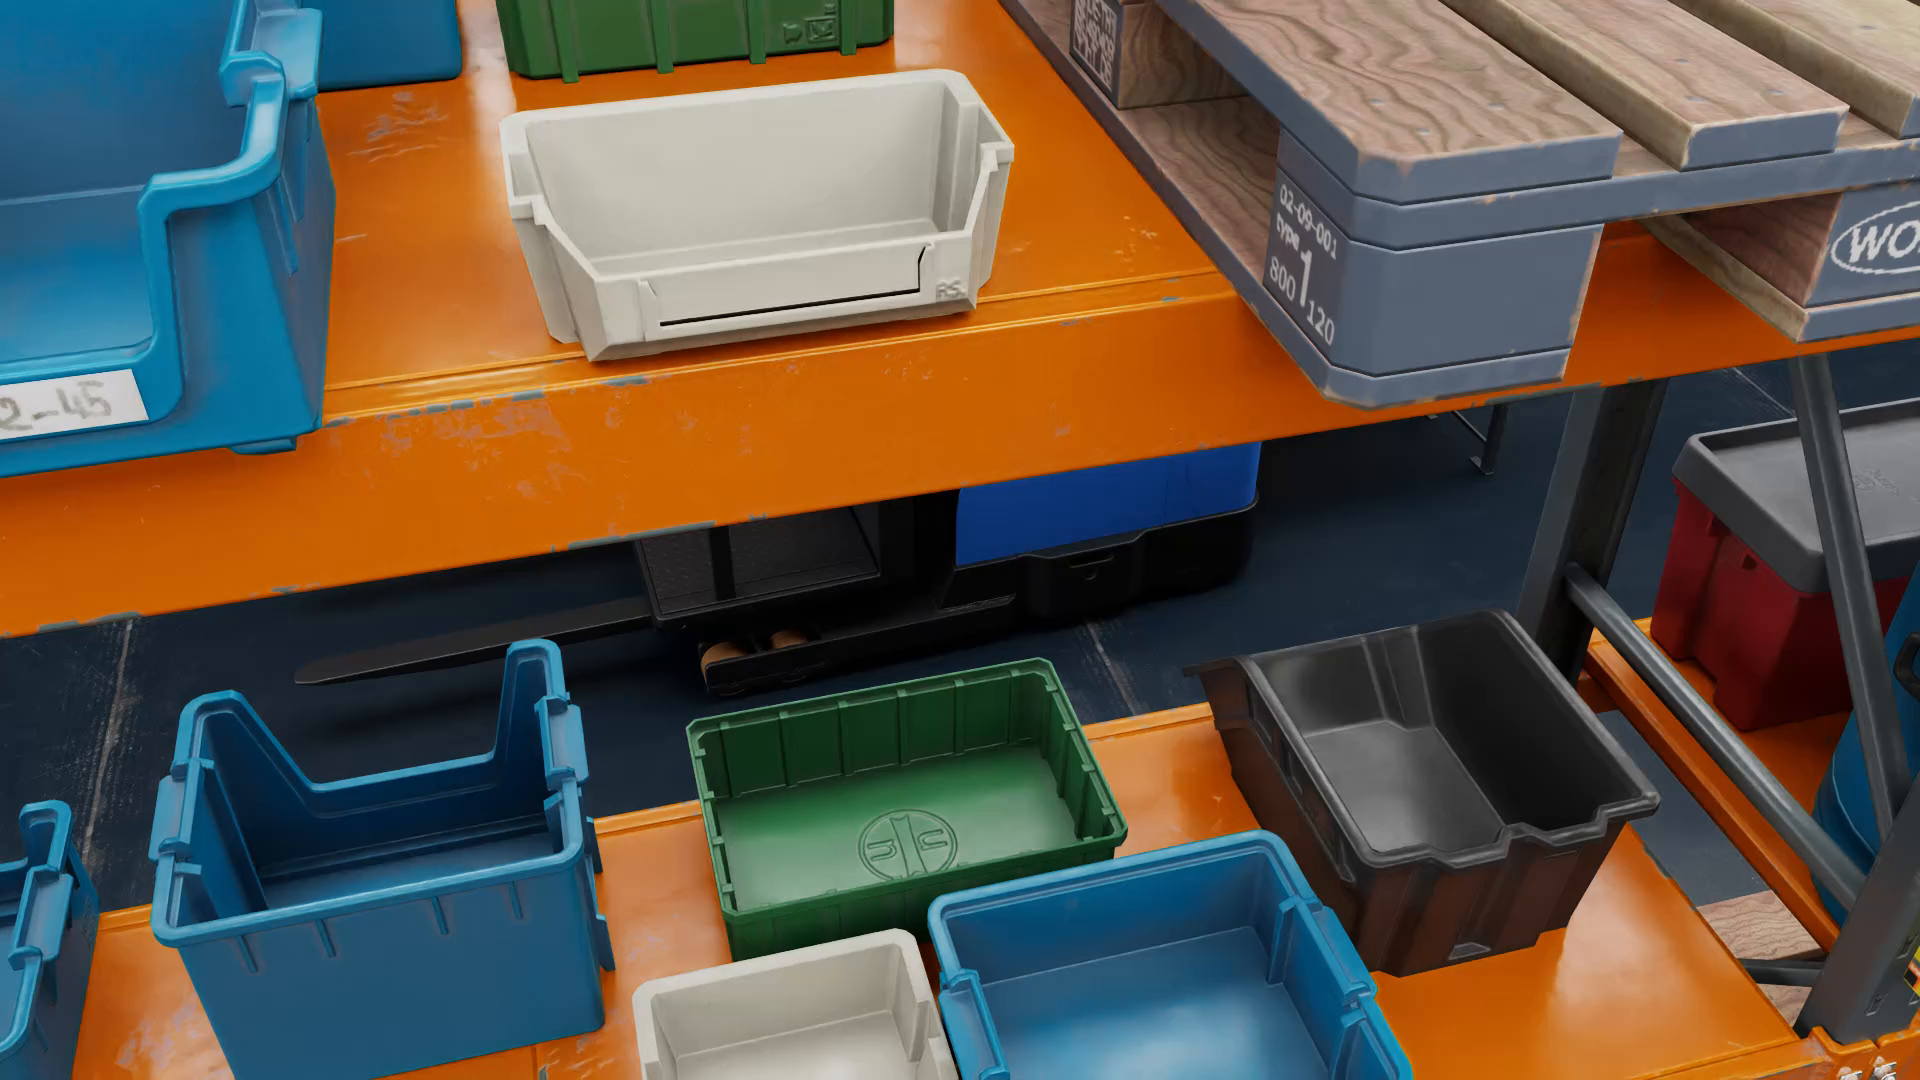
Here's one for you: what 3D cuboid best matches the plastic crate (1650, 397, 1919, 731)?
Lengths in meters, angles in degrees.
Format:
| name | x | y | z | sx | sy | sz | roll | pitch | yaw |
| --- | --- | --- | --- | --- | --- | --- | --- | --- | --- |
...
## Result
| name | x | y | z | sx | sy | sz | roll | pitch | yaw |
| --- | --- | --- | --- | --- | --- | --- | --- | --- | --- |
| plastic crate | 1.671 | 0.054 | 3.158 | 0.583 | 0.464 | 0.402 | -9 | 38 | -12 |

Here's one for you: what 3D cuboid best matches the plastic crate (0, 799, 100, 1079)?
| name | x | y | z | sx | sy | sz | roll | pitch | yaw |
| --- | --- | --- | --- | --- | --- | --- | --- | --- | --- |
| plastic crate | -1.545 | 0.674 | 2.523 | 0.408 | 0.251 | 0.499 | -9 | 38 | -12 |

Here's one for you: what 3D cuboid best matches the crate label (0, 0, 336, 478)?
| name | x | y | z | sx | sy | sz | roll | pitch | yaw |
| --- | --- | --- | --- | --- | --- | --- | --- | --- | --- |
| crate label | -0.685 | -0.266 | 1.283 | 0.408 | 0.251 | 0.502 | -9 | 38 | -12 |

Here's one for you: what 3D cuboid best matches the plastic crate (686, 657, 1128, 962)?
| name | x | y | z | sx | sy | sz | roll | pitch | yaw |
| --- | --- | --- | --- | --- | --- | --- | --- | --- | --- |
| plastic crate | -0.101 | 0.469 | 2.843 | 0.662 | 0.188 | 0.450 | -9 | 38 | -12 |

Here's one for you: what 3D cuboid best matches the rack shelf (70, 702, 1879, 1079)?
| name | x | y | z | sx | sy | sz | roll | pitch | yaw |
| --- | --- | --- | --- | --- | --- | --- | --- | --- | --- |
| rack shelf | -0.648 | 0.938 | 2.647 | 4.000 | 0.370 | 1.077 | -9 | 38 | -12 |

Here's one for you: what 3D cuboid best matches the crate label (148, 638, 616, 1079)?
| name | x | y | z | sx | sy | sz | roll | pitch | yaw |
| --- | --- | --- | --- | --- | --- | --- | --- | --- | --- |
| crate label | -0.872 | 0.505 | 2.592 | 0.616 | 0.435 | 0.502 | -9 | 38 | -12 |

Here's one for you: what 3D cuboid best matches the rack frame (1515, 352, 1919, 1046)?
| name | x | y | z | sx | sy | sz | roll | pitch | yaw |
| --- | --- | --- | --- | --- | --- | --- | --- | --- | --- |
| rack frame | 1.283 | 0.335 | 2.843 | 0.127 | 3.000 | 1.000 | -9 | 38 | -12 |

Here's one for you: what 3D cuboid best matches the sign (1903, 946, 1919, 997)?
| name | x | y | z | sx | sy | sz | roll | pitch | yaw |
| --- | --- | --- | --- | --- | --- | --- | --- | --- | --- |
| sign | 1.416 | 0.550 | 2.335 | 0.005 | 0.325 | 0.100 | -9 | 38 | -12 |

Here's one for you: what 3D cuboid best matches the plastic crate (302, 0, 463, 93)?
| name | x | y | z | sx | sy | sz | roll | pitch | yaw |
| --- | --- | --- | --- | --- | --- | --- | --- | --- | --- |
| plastic crate | -0.816 | -0.695 | 1.734 | 0.575 | 0.384 | 0.392 | -9 | 38 | -12 |

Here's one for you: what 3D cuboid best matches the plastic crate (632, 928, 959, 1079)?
| name | x | y | z | sx | sy | sz | roll | pitch | yaw |
| --- | --- | --- | --- | --- | --- | --- | --- | --- | --- |
| plastic crate | -0.218 | 0.846 | 2.393 | 0.437 | 0.136 | 0.530 | -9 | 38 | -12 |

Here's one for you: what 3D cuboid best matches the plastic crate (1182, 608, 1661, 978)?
| name | x | y | z | sx | sy | sz | roll | pitch | yaw |
| --- | --- | --- | --- | --- | --- | --- | --- | --- | --- |
| plastic crate | 0.745 | 0.368 | 2.851 | 0.504 | 0.338 | 0.767 | -9 | 38 | -12 |

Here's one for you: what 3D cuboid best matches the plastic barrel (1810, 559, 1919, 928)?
| name | x | y | z | sx | sy | sz | roll | pitch | yaw |
| --- | --- | --- | --- | --- | --- | --- | --- | --- | --- |
| plastic barrel | 1.735 | 0.253 | 2.538 | 0.708 | 0.901 | 0.600 | -9 | 38 | -12 |

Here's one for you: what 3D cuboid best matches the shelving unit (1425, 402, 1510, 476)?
| name | x | y | z | sx | sy | sz | roll | pitch | yaw |
| --- | --- | --- | --- | --- | --- | --- | --- | --- | --- |
| shelving unit | 1.368 | -0.880 | 5.666 | 1.048 | 1.500 | 0.538 | -11 | 39 | -14 |

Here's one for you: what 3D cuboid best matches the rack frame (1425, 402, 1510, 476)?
| name | x | y | z | sx | sy | sz | roll | pitch | yaw |
| --- | --- | --- | --- | --- | --- | --- | --- | --- | --- |
| rack frame | 1.852 | -0.976 | 5.791 | 0.032 | 1.500 | 0.500 | -11 | 39 | -14 |

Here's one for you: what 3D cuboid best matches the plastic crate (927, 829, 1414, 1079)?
| name | x | y | z | sx | sy | sz | roll | pitch | yaw |
| --- | --- | --- | --- | --- | --- | --- | --- | --- | --- |
| plastic crate | 0.286 | 0.729 | 2.451 | 0.616 | 0.251 | 0.499 | -9 | 38 | -12 |

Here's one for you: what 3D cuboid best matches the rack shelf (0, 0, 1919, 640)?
| name | x | y | z | sx | sy | sz | roll | pitch | yaw |
| --- | --- | --- | --- | --- | --- | --- | --- | --- | --- |
| rack shelf | -0.648 | -0.254 | 1.736 | 4.000 | 0.370 | 1.077 | -9 | 38 | -12 |

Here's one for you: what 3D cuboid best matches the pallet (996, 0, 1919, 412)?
| name | x | y | z | sx | sy | sz | roll | pitch | yaw |
| --- | --- | --- | --- | --- | --- | --- | --- | --- | --- |
| pallet | 0.612 | -0.609 | 1.765 | 1.003 | 0.211 | 1.213 | -9 | 38 | -12 |

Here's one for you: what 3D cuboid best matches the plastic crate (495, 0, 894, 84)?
| name | x | y | z | sx | sy | sz | roll | pitch | yaw |
| --- | --- | --- | --- | --- | --- | --- | --- | --- | --- |
| plastic crate | -0.311 | -0.682 | 1.878 | 0.450 | 0.188 | 0.336 | -9 | 38 | -12 |

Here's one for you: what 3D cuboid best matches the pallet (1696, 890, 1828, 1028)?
| name | x | y | z | sx | sy | sz | roll | pitch | yaw |
| --- | --- | --- | --- | --- | --- | --- | --- | --- | --- |
| pallet | 2.031 | 1.296 | 3.882 | 1.213 | 0.211 | 1.003 | -9 | 38 | -12 |

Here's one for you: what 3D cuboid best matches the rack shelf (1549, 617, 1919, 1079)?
| name | x | y | z | sx | sy | sz | roll | pitch | yaw |
| --- | --- | --- | --- | --- | --- | --- | --- | --- | --- |
| rack shelf | 3.214 | 0.304 | 3.476 | 4.000 | 0.370 | 1.077 | -9 | 38 | -12 |

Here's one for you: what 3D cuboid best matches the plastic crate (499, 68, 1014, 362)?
| name | x | y | z | sx | sy | sz | roll | pitch | yaw |
| --- | --- | --- | --- | --- | --- | --- | --- | --- | --- |
| plastic crate | -0.161 | -0.260 | 1.369 | 0.396 | 0.136 | 0.243 | -9 | 38 | -12 |

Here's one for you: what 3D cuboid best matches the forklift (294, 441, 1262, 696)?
| name | x | y | z | sx | sy | sz | roll | pitch | yaw |
| --- | --- | --- | --- | --- | --- | --- | --- | --- | --- |
| forklift | -0.598 | -1.046 | 4.705 | 3.031 | 2.935 | 1.130 | -11 | 39 | -14 |
